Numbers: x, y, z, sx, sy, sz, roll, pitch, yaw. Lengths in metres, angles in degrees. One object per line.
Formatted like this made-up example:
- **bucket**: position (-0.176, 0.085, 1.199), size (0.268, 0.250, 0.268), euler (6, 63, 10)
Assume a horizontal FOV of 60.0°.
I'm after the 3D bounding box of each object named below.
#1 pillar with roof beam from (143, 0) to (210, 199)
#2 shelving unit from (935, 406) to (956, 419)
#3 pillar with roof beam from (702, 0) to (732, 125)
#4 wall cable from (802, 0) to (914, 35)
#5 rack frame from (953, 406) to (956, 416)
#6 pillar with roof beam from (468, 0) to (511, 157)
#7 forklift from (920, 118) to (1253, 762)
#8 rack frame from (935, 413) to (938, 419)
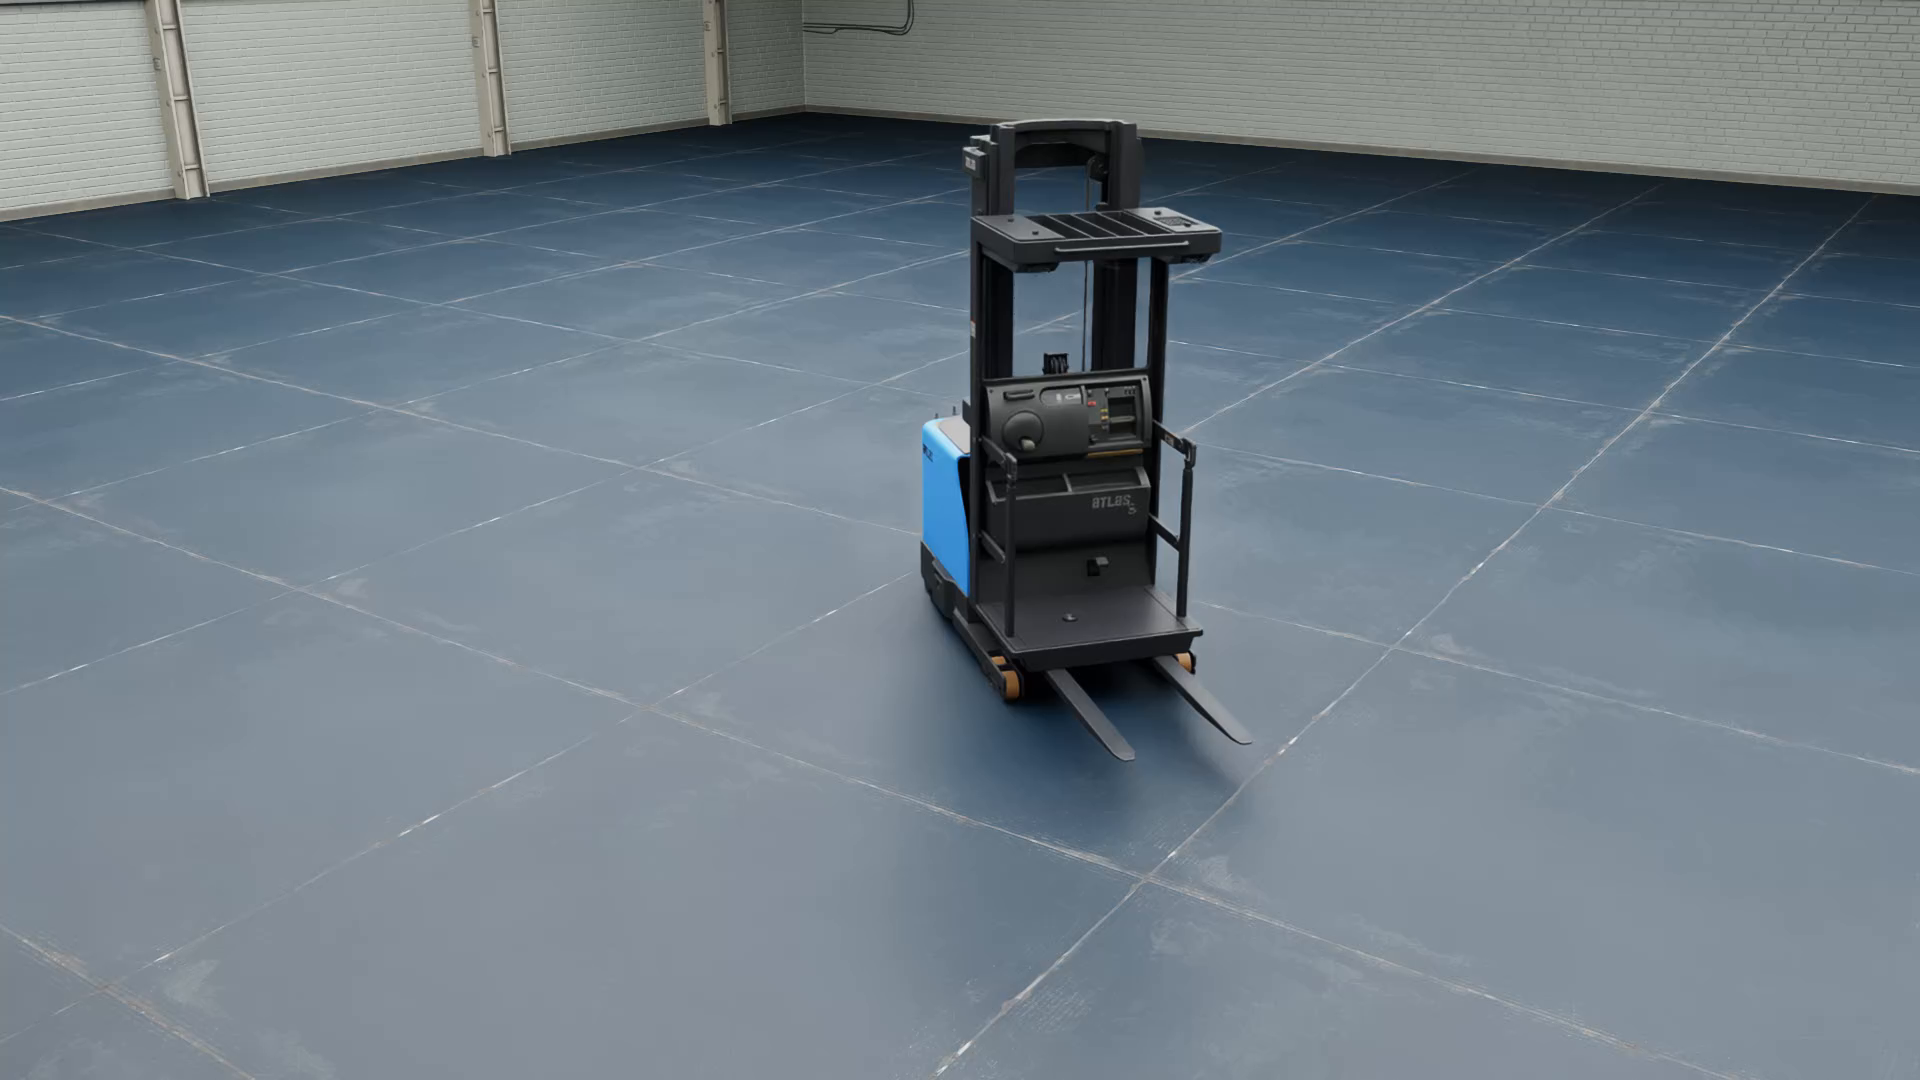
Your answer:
- **pillar with roof beam**: position (-8.198, -8.639, 21.649), size (9.100, 9.000, 0.400), euler (13, 24, 32)
- **shelving unit**: position (-0.005, -0.420, 11.103), size (0.258, 0.900, 0.210), euler (13, 24, 32)
- **pillar with roof beam**: position (-1.453, -12.082, 30.957), size (9.100, 9.000, 0.400), euler (13, 24, 32)
- **wall cable**: position (-2.263, -12.053, 35.353), size (3.097, 2.526, 0.112), euler (13, 24, 32)
- **rack frame**: position (0.053, -0.449, 11.181), size (0.240, 0.900, 0.006), euler (13, 24, 32)
- **pillar with roof beam**: position (-4.826, -10.360, 26.303), size (9.100, 9.000, 0.400), euler (13, 24, 32)
- **forklift**: position (0.660, -0.663, 8.832), size (1.130, 2.935, 3.031), euler (-6, 21, -15)
- **rack frame**: position (-0.062, -0.391, 11.024), size (0.240, 0.900, 0.006), euler (13, 24, 32)
